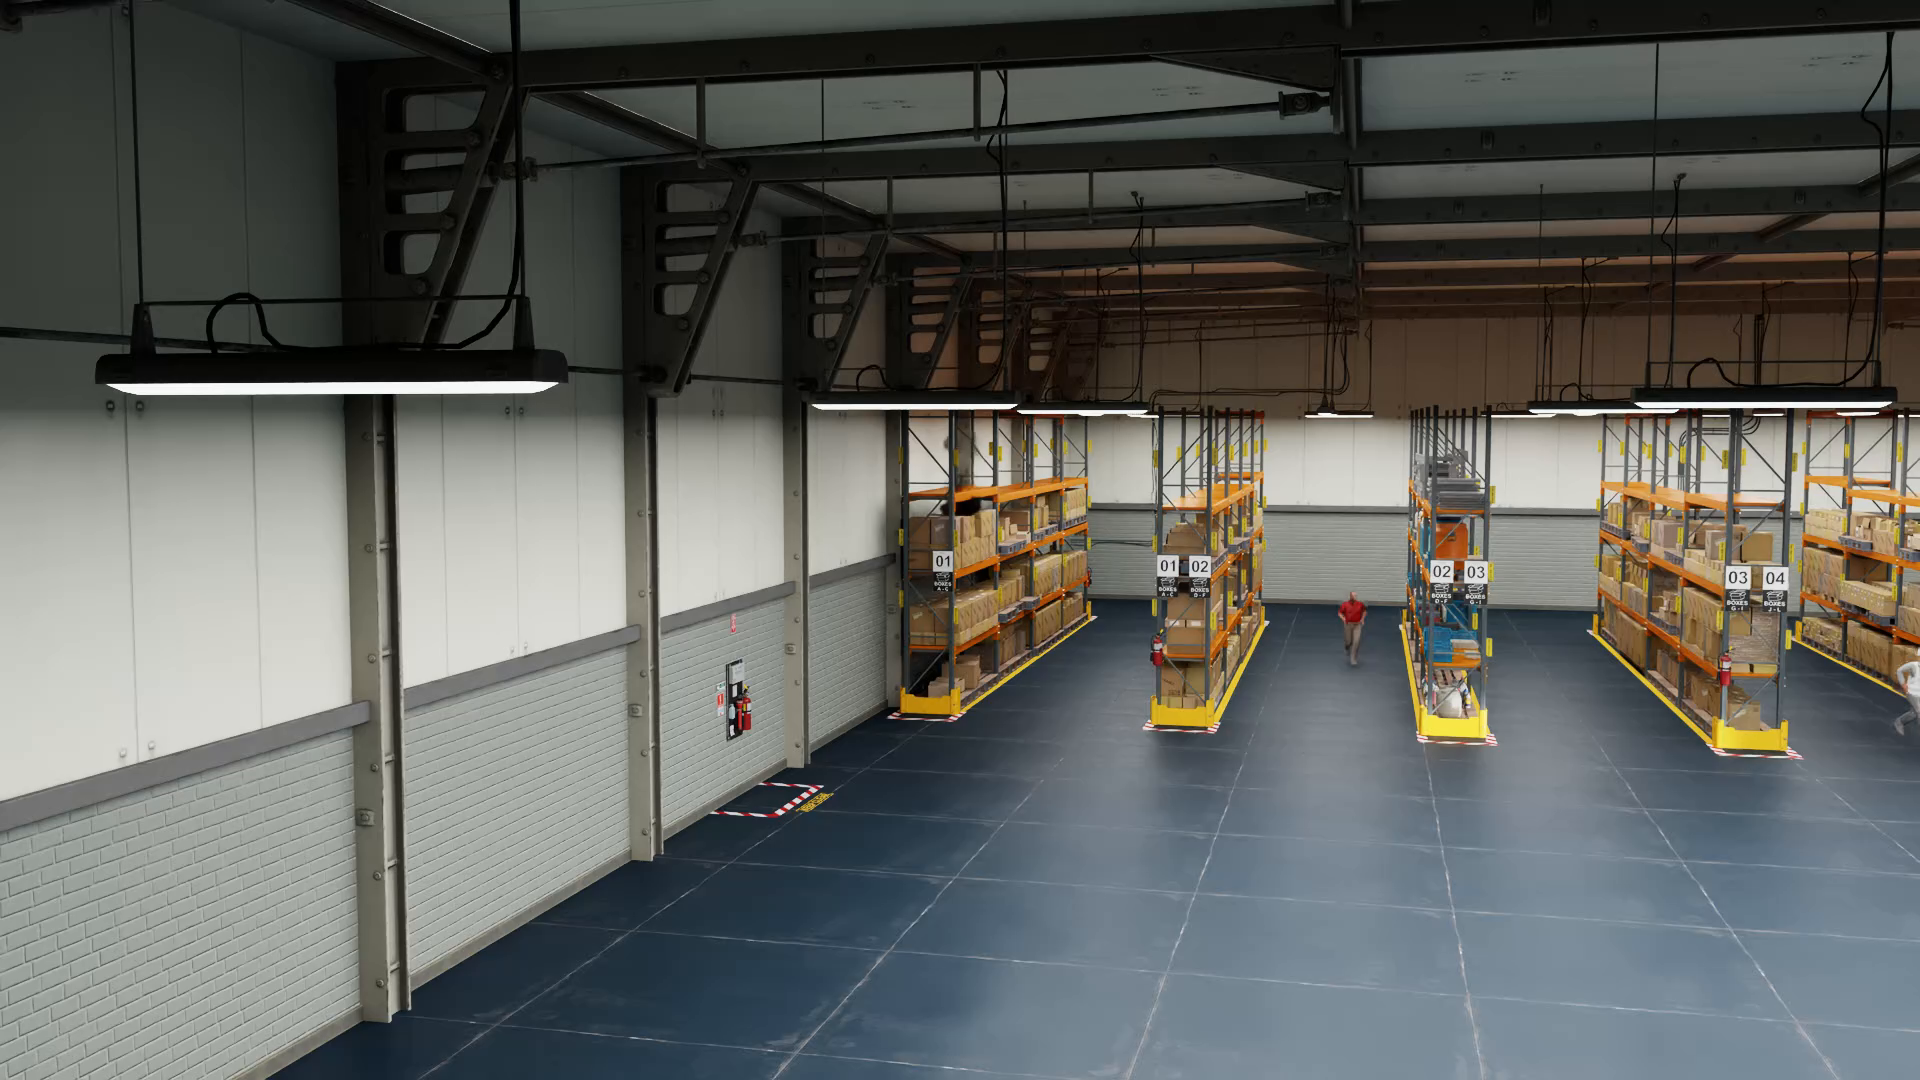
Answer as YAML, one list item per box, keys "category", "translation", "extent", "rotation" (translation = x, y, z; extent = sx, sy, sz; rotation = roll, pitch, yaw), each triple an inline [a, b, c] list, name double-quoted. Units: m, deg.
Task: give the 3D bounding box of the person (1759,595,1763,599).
- category: "person"
  translation: [21.344, 1.700, 44.018]
  extent: [0.596, 1.806, 0.666]
  rotation: [-2, 5, -31]

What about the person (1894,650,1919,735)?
- category: "person"
  translation: [16.918, 2.744, 29.414]
  extent: [0.661, 1.778, 1.083]
  rotation: [-1, 4, -9]

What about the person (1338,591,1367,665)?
- category: "person"
  translation: [9.300, 2.075, 39.389]
  extent: [0.673, 1.735, 0.814]
  rotation: [0, 4, 6]
